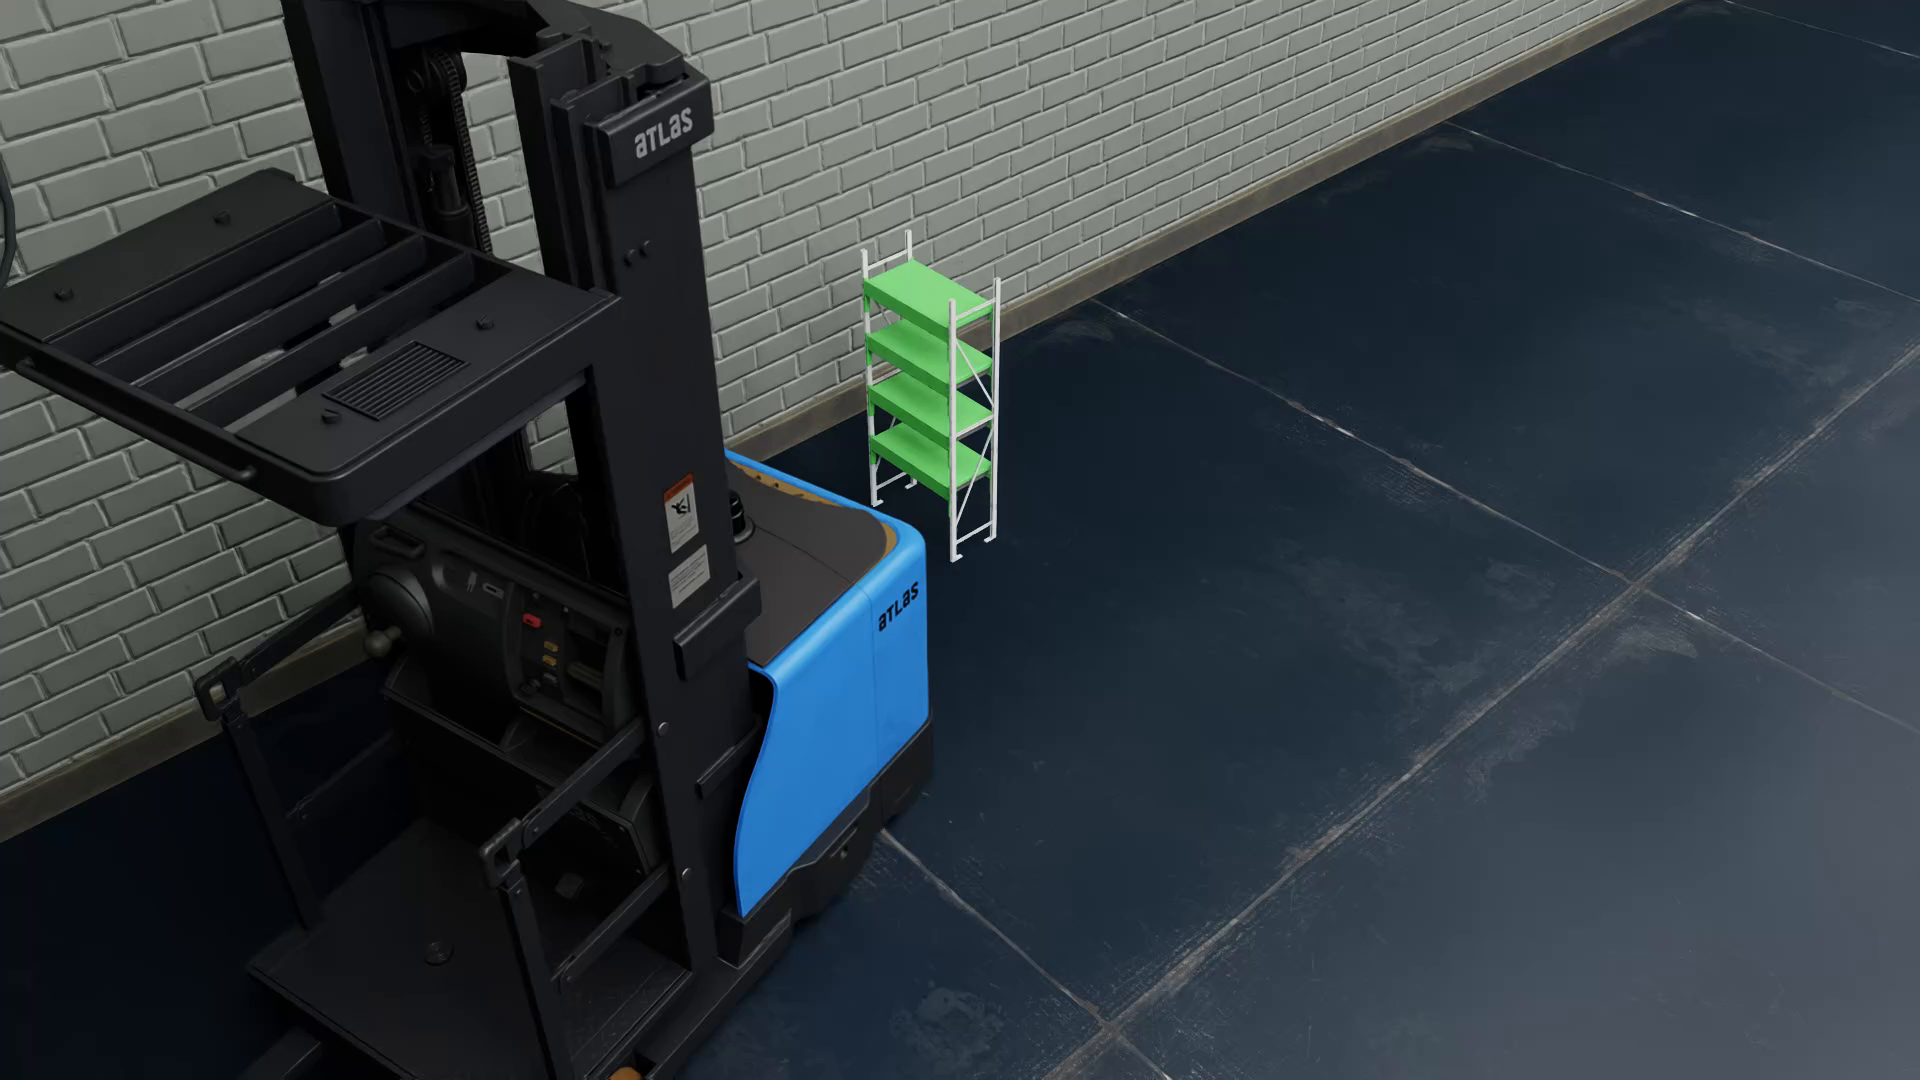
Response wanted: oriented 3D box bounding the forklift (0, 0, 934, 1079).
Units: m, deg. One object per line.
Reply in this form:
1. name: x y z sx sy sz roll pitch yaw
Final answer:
1. forklift: -1.314 0.276 4.075 1.130 2.935 3.031 22 44 25

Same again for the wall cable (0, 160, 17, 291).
1. wall cable: -3.739 -0.951 3.237 3.097 2.526 0.112 -30 48 -32

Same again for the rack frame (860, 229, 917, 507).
1. rack frame: -0.277 -0.656 6.608 0.240 1.200 0.015 -30 48 -32

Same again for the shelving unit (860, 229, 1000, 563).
1. shelving unit: -0.112 -0.543 6.468 0.258 1.200 0.503 -30 48 -32

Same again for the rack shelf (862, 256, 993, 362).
1. rack shelf: -0.112 -0.867 6.206 0.258 0.148 0.480 -30 48 -32

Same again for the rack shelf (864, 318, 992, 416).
1. rack shelf: -0.112 -0.680 6.357 0.258 0.148 0.480 -30 48 -32

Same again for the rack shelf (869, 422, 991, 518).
1. rack shelf: -0.112 -0.307 6.659 0.258 0.148 0.480 -30 48 -32

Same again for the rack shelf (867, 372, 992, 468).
1. rack shelf: -0.112 -0.494 6.508 0.258 0.148 0.480 -30 48 -32

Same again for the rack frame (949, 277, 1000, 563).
1. rack frame: 0.053 -0.430 6.328 0.240 1.200 0.015 -30 48 -32
